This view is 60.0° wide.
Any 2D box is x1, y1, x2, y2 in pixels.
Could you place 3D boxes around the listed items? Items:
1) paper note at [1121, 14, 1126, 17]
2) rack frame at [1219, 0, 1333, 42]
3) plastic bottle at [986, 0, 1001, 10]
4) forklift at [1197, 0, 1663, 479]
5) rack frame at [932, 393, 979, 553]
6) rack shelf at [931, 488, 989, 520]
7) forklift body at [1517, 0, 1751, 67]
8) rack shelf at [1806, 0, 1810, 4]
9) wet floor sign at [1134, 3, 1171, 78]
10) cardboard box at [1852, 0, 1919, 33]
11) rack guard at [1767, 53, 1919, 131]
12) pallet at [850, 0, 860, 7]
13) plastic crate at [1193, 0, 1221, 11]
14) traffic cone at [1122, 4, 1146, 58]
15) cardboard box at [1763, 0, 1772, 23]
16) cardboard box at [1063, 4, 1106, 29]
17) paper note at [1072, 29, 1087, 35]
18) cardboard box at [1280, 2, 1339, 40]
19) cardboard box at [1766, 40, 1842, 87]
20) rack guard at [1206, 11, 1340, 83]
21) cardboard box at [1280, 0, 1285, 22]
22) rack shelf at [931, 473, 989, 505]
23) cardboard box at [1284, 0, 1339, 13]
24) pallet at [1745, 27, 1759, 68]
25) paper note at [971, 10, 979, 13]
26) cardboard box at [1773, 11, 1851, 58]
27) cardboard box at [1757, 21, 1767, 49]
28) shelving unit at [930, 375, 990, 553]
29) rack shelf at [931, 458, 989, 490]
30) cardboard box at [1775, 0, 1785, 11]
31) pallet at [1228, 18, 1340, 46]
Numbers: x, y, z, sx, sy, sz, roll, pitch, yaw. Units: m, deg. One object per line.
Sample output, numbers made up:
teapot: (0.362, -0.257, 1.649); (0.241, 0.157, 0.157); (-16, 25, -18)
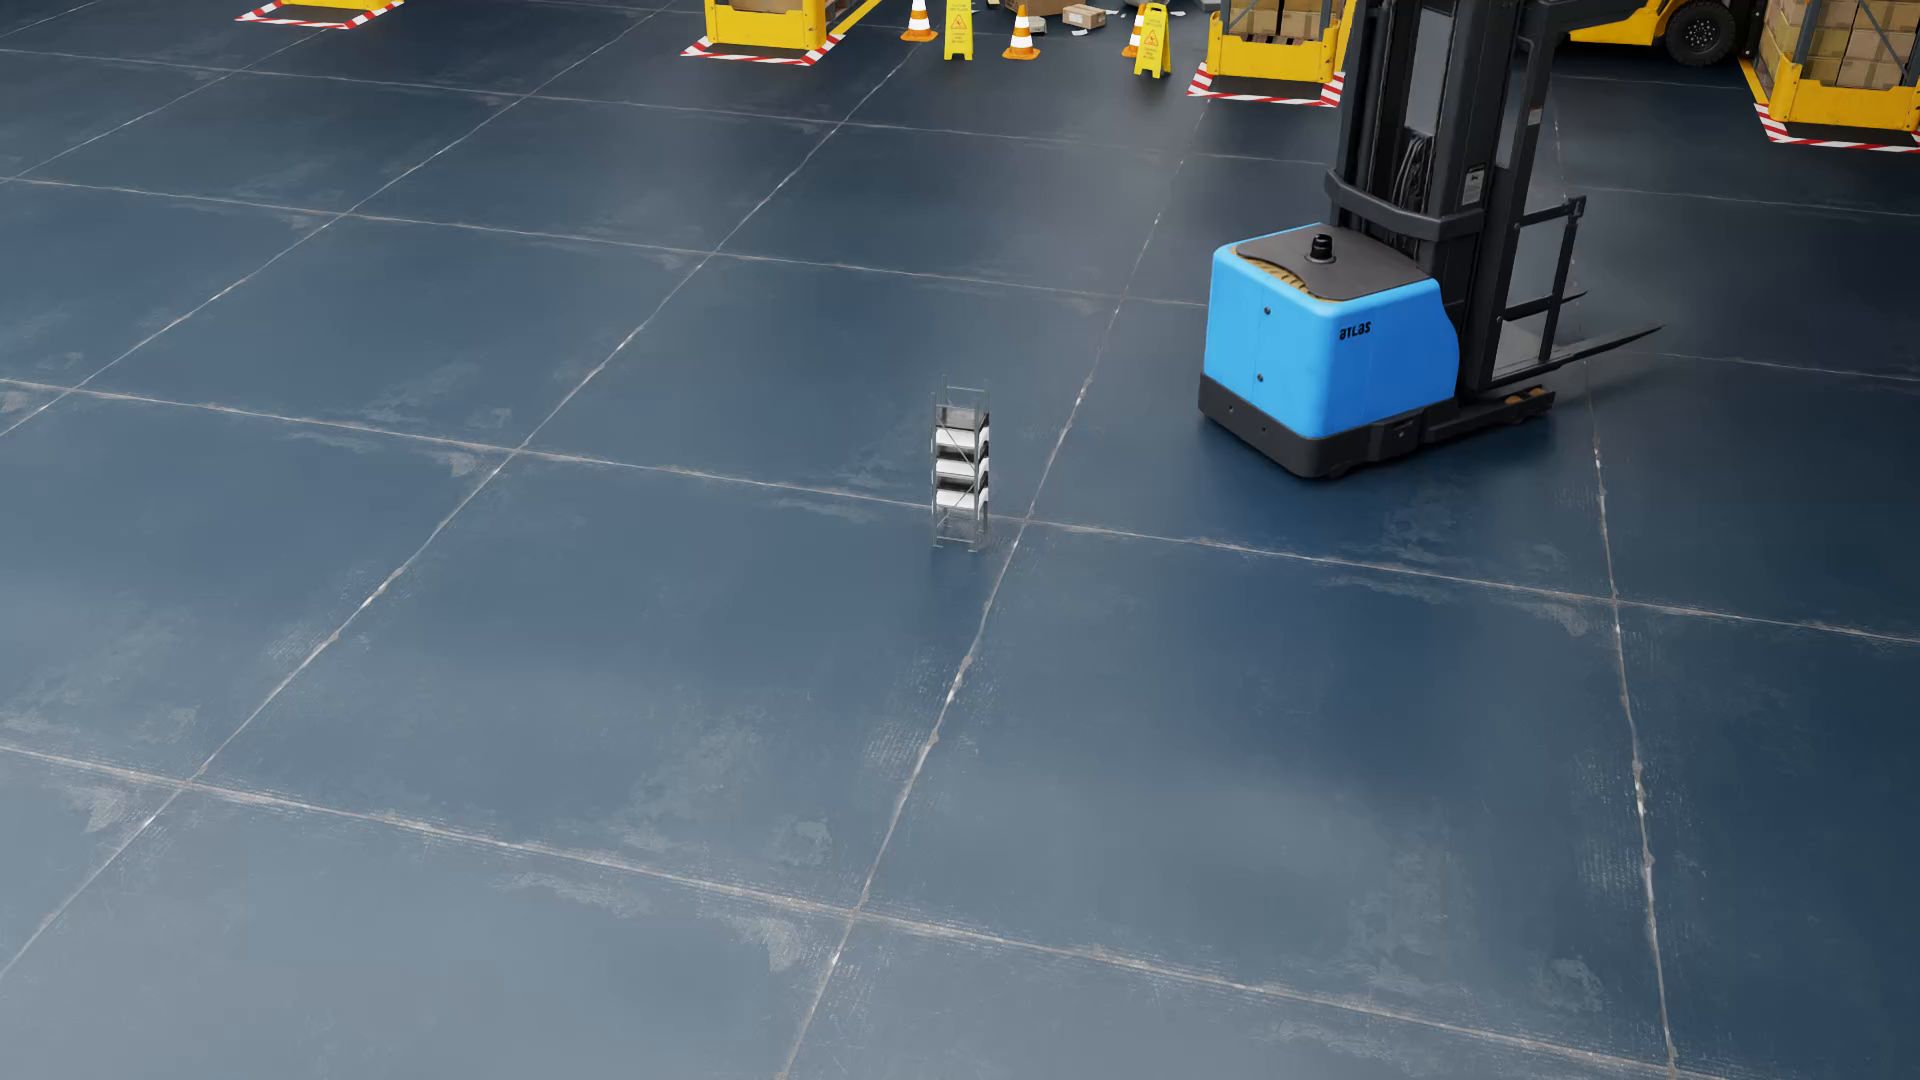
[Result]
paper note: (1.704, -5.470, 17.344); (0.032, 0.001, 0.123); (8, 33, 12)
rack frame: (2.898, -5.620, 14.795); (1.000, 3.000, 0.127); (8, 33, 12)
plastic bottle: (0.350, -5.700, 17.659); (0.133, 0.061, 0.283); (-3, 33, -4)
forklift: (2.943, -2.147, 9.396); (3.031, 2.935, 1.130); (-17, 36, -25)
rack frame: (-0.024, -0.331, 8.432); (0.240, 0.900, 0.006); (8, 33, 12)
rack shelf: (0.002, -0.204, 8.630); (0.258, 0.077, 0.200); (8, 33, 12)
forklift body: (6.416, -5.821, 15.901); (2.313, 2.155, 1.214); (8, 33, 12)
rack shelf: (8.207, -5.681, 15.560); (1.077, 0.370, 4.000); (8, 33, 12)
wet floor sign: (1.814, -4.674, 15.501); (0.267, 0.644, 0.232); (20, 38, 29)
cardboard box: (8.005, -4.609, 14.443); (0.500, 0.250, 0.500); (8, 33, 12)
rack guard: (7.694, -3.879, 14.386); (1.175, 0.500, 0.348); (8, 33, 12)
pallet: (-1.477, -6.122, 18.183); (1.003, 0.211, 1.213); (8, 33, 12)
plastic crate: (2.721, -5.761, 17.737); (0.402, 0.080, 0.583); (-3, 33, -4)
traffic cone: (1.759, -4.948, 16.103); (0.336, 0.463, 0.334); (8, 33, 12)
cardboard box: (7.769, -4.999, 15.523); (0.500, 0.250, 0.500); (7, 33, 11)
cardboard box: (1.276, -5.372, 17.062); (0.380, 0.149, 0.250); (28, 42, 36)
paper note: (1.212, -5.129, 16.789); (0.148, 0.019, 0.142); (-3, 33, -4)
cardboard box: (3.370, -5.018, 16.019); (0.500, 0.250, 0.500); (8, 33, 12)
cardboard box: (7.513, -4.250, 14.811); (0.500, 0.250, 0.500); (8, 33, 13)
rack guard: (2.917, -4.605, 15.527); (1.175, 0.500, 0.348); (8, 33, 12)
cardboard box: (2.982, -5.361, 16.558); (0.500, 0.250, 0.500); (8, 33, 13)
rack shelf: (0.002, -0.280, 8.581); (0.258, 0.077, 0.200); (8, 33, 12)
cardboard box: (3.375, -5.347, 15.837); (0.500, 0.500, 0.500); (7, 33, 11)
pallet: (8.165, -4.803, 16.109); (1.003, 0.211, 1.213); (8, 33, 12)
paper note: (0.113, -5.549, 17.452); (0.144, 0.017, 0.142); (20, 38, 29)
cardboard box: (7.521, -4.469, 14.690); (0.500, 0.250, 0.500); (8, 33, 12)
cardboard box: (7.784, -4.765, 15.621); (0.500, 0.250, 0.500); (8, 33, 13)
shelving unit: (0.002, -0.384, 8.515); (0.258, 0.900, 0.210); (8, 33, 12)
rack shelf: (0.002, -0.356, 8.533); (0.258, 0.077, 0.200); (8, 33, 12)
cardboard box: (7.639, -4.932, 14.952); (0.500, 0.250, 0.500); (9, 33, 13)
pallet: (3.157, -4.900, 16.261); (1.003, 0.211, 1.213); (8, 33, 12)
